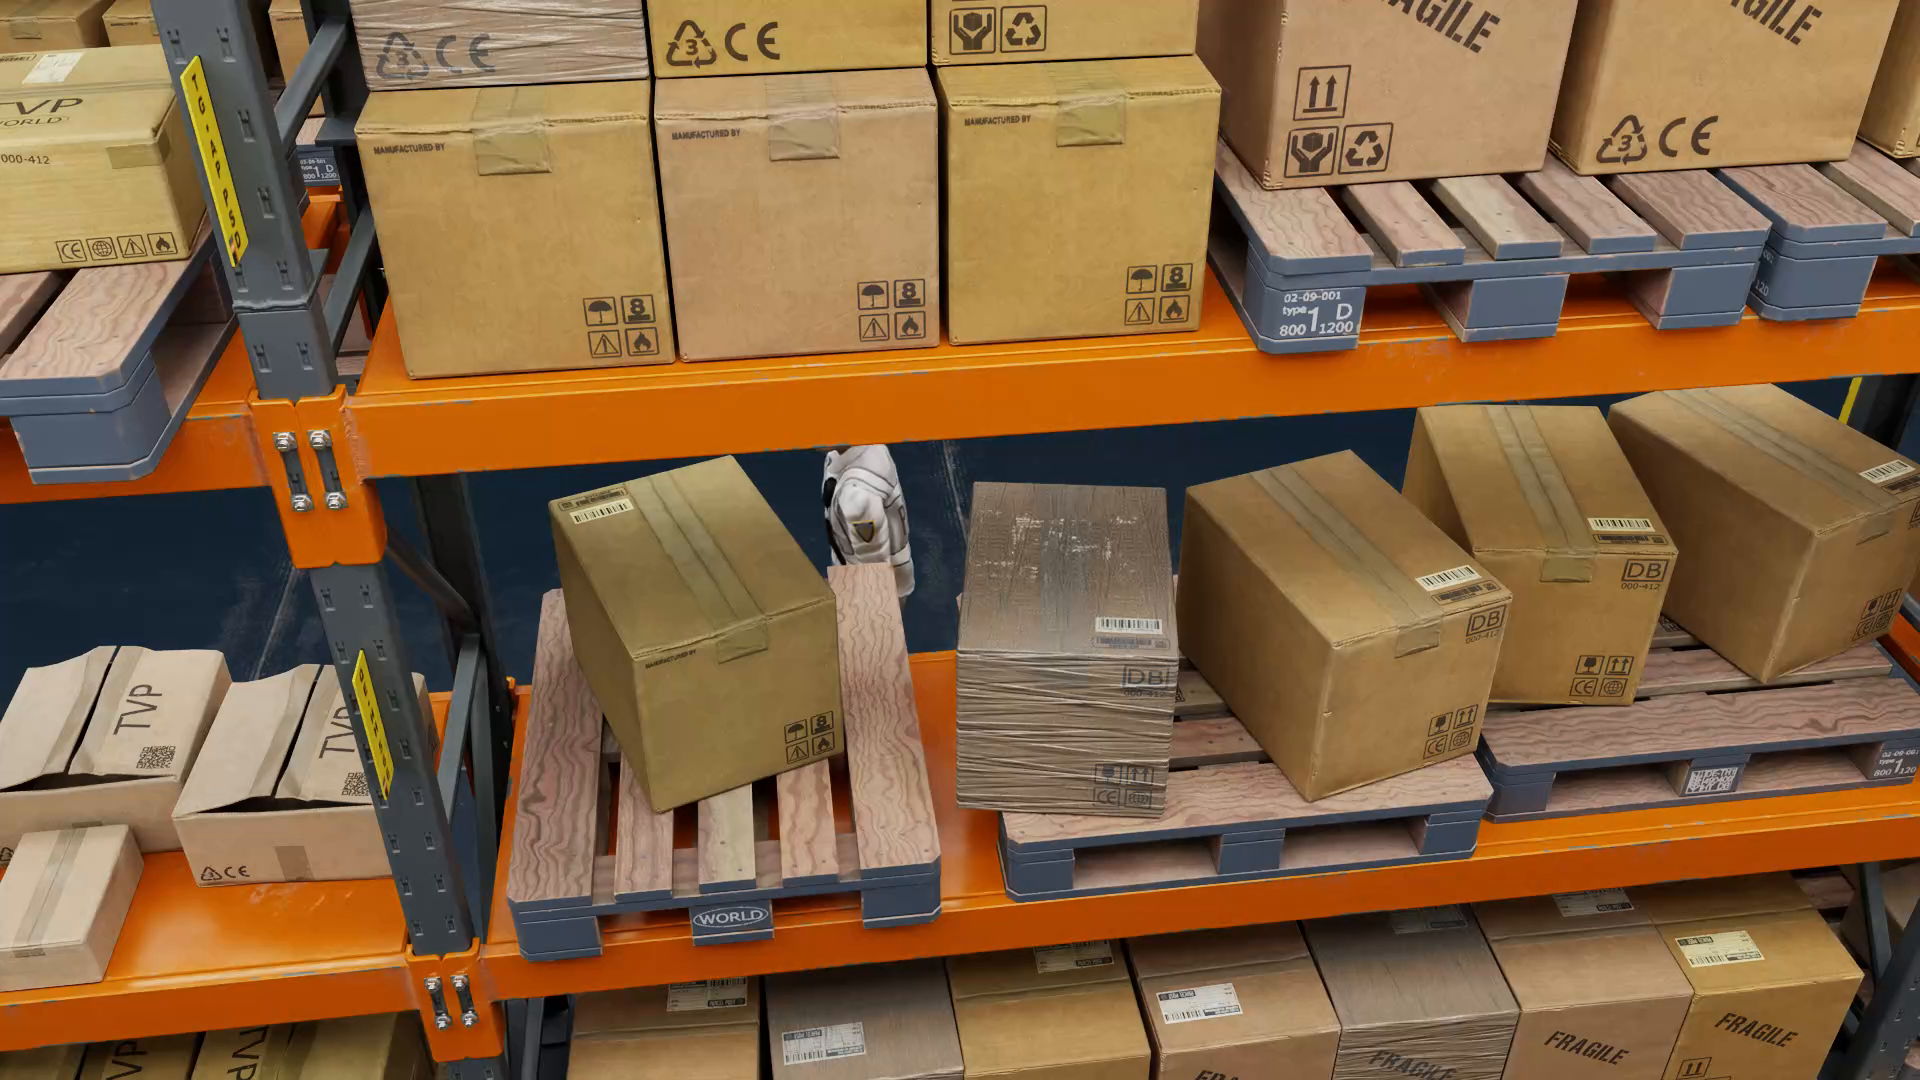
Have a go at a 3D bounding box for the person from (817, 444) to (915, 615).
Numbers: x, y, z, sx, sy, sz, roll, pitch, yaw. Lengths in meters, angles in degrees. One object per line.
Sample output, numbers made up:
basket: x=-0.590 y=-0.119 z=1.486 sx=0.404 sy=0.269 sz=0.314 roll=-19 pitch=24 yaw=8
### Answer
person: x=-0.351 y=0.158 z=5.915 sx=0.372 sy=1.664 sz=0.528 roll=-4 pitch=35 yaw=-6
